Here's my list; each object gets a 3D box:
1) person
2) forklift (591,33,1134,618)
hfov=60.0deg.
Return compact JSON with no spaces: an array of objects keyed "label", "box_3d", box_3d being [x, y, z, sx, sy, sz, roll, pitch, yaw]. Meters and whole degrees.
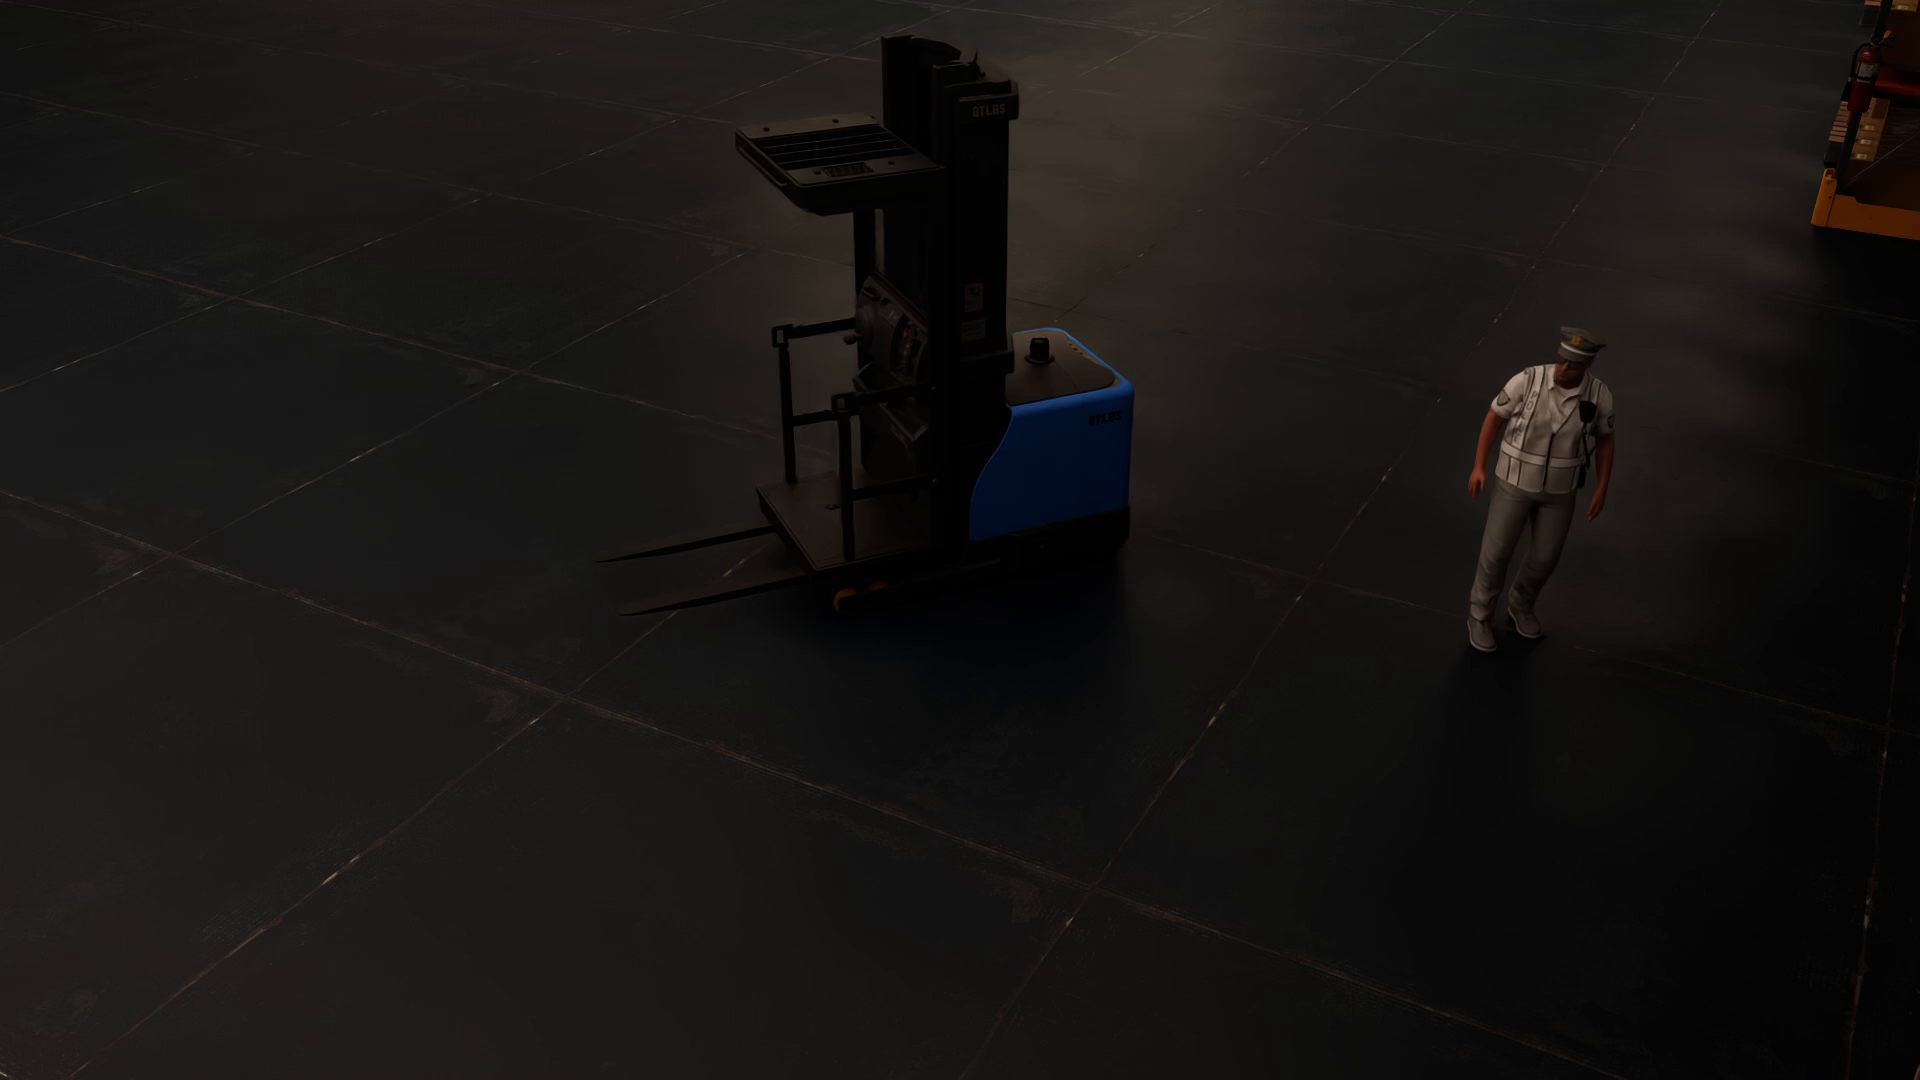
[{"label":"person","box_3d":[3.036,-0.266,8.699,0.711,1.764,0.545,4,30,7]},{"label":"forklift","box_3d":[-0.564,-1.134,9.036,3.031,2.935,1.130,-12,32,-20]}]
